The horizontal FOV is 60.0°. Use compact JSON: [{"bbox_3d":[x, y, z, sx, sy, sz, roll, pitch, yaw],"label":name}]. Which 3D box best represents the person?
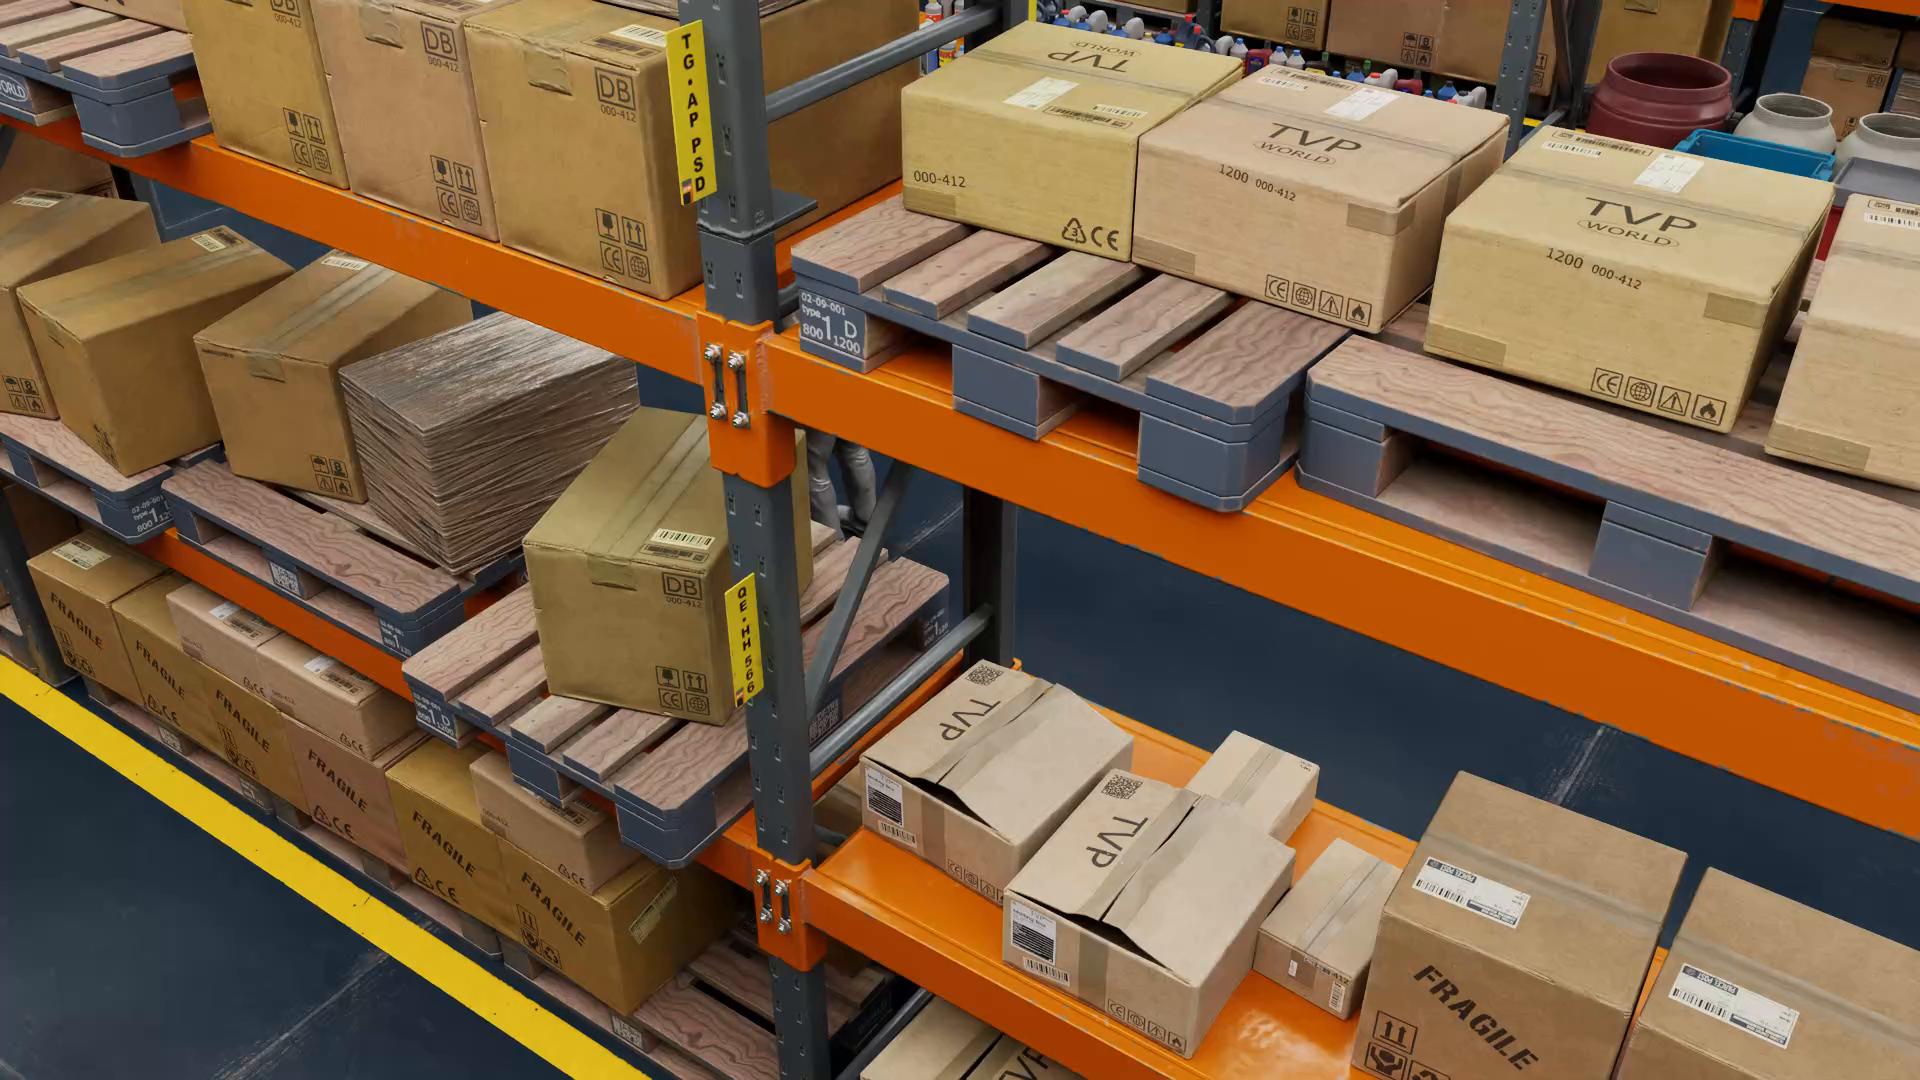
[{"bbox_3d":[-0.565,-0.685,7.122,0.474,1.772,0.569,20,39,27],"label":"person"}]
